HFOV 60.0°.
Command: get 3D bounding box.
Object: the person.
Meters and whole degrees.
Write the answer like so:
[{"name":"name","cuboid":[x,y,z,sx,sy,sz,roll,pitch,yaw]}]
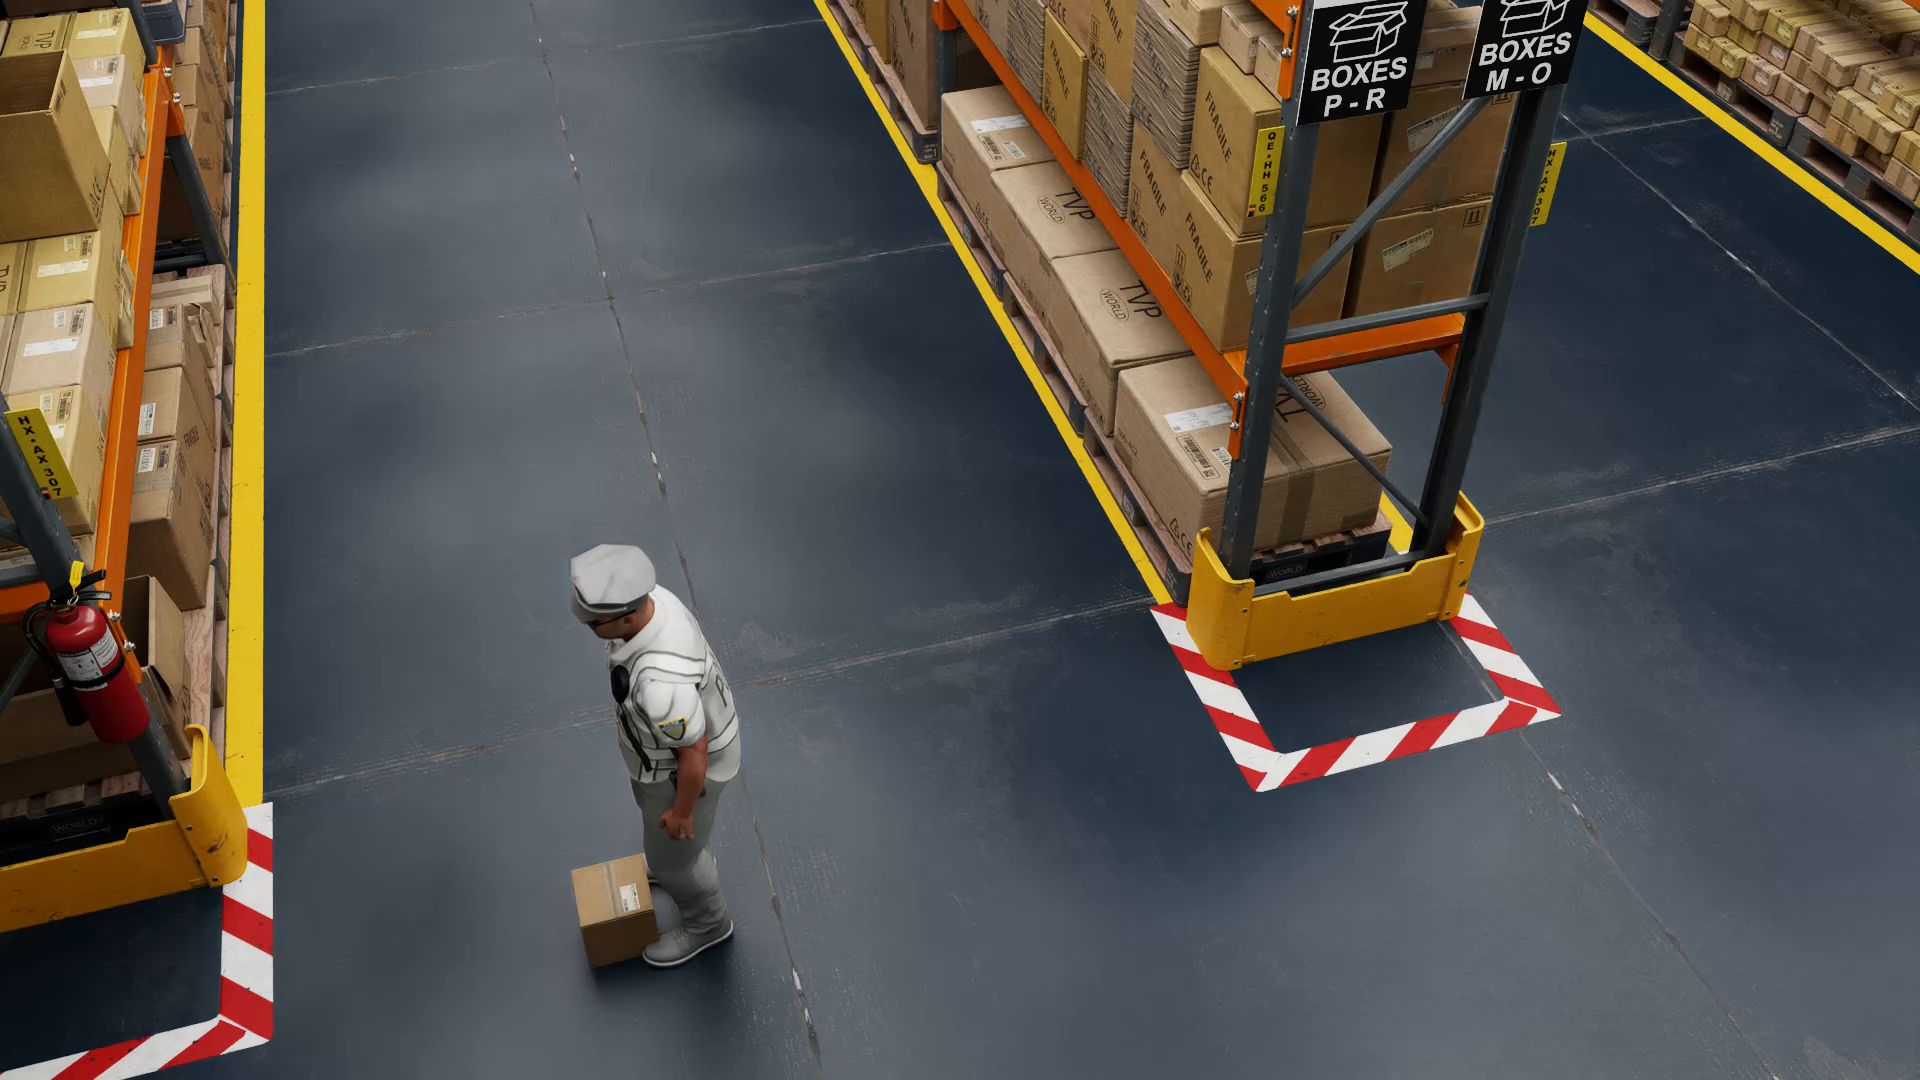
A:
[{"name":"person","cuboid":[-0.946,0.685,5.394,0.449,1.747,0.596,-14,44,-15]}]
